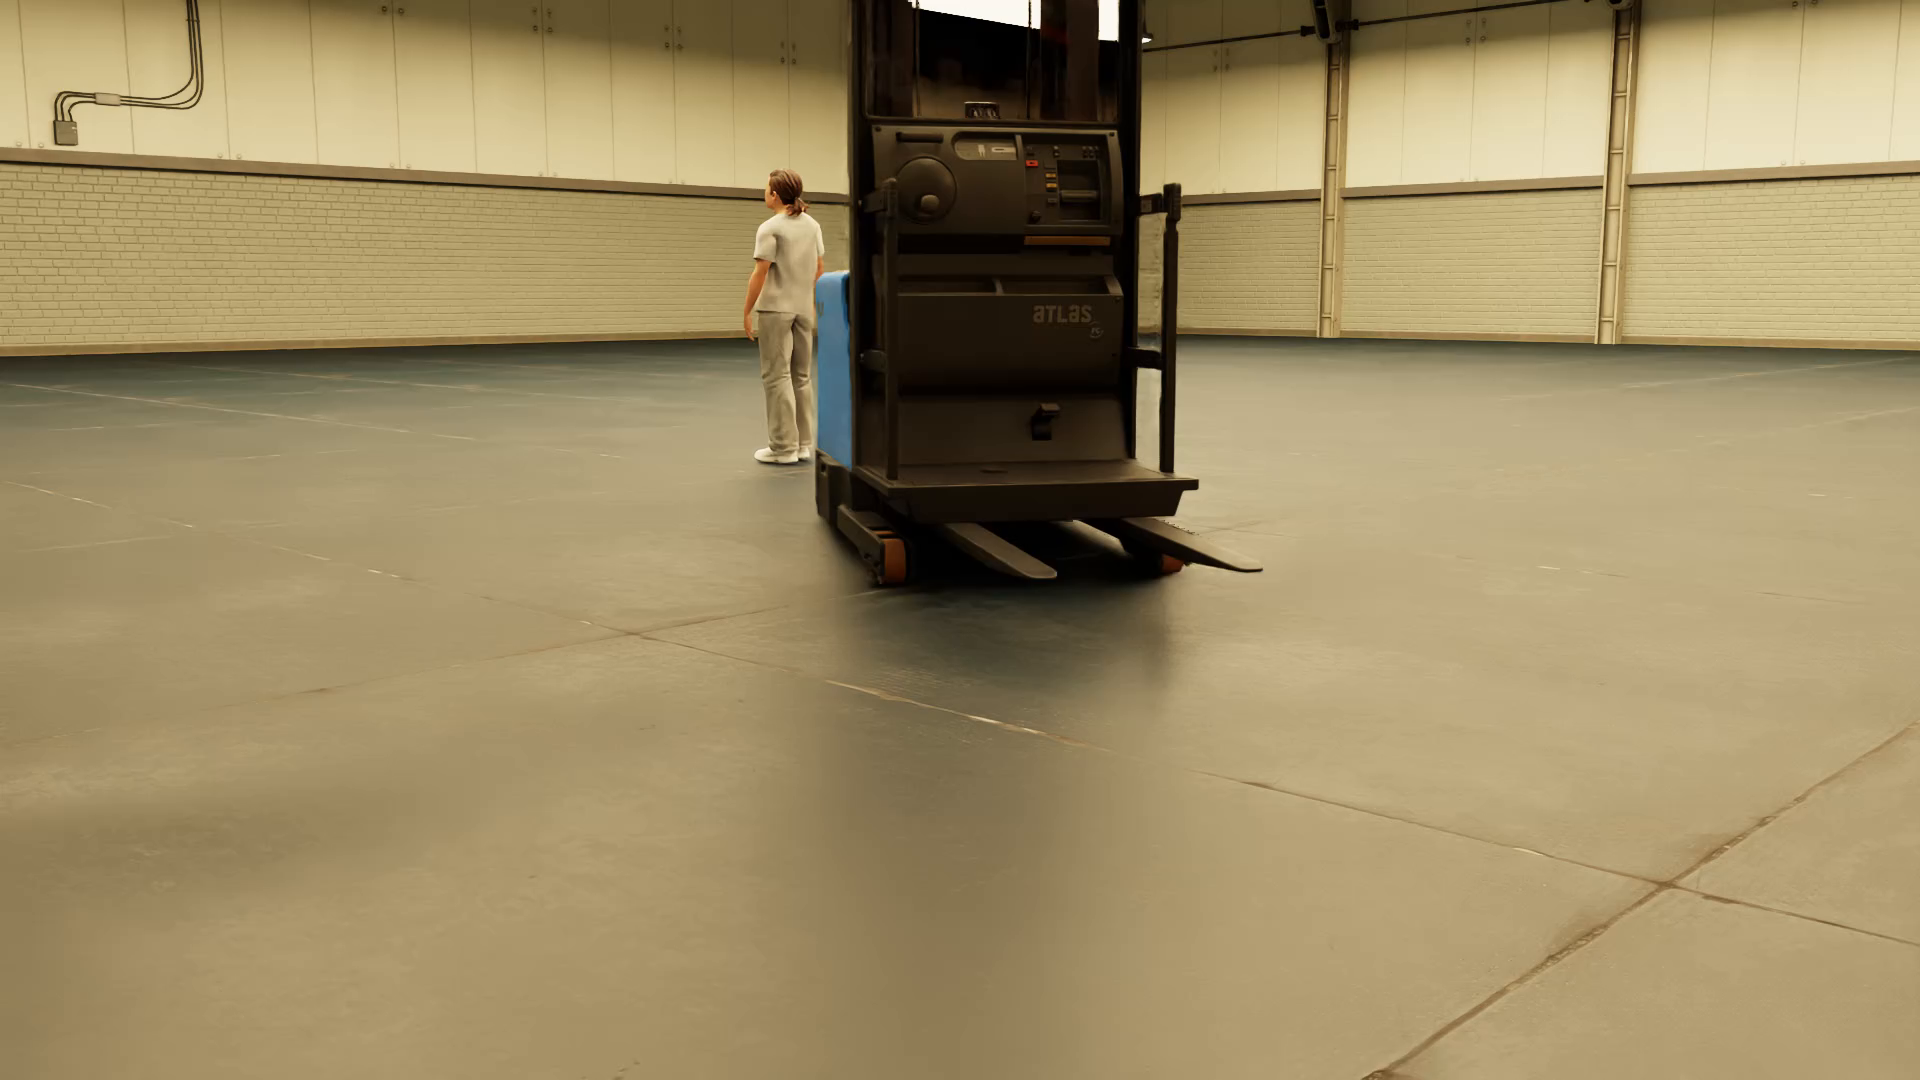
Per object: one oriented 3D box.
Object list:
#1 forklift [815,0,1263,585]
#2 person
[{"bbox_3d":[0.189,-1.355,5.872,1.130,2.935,3.031,-2,9,-13],"label":"forklift"},{"bbox_3d":[-1.046,-1.285,9.575,0.549,1.674,0.550,8,12,44],"label":"person"}]
